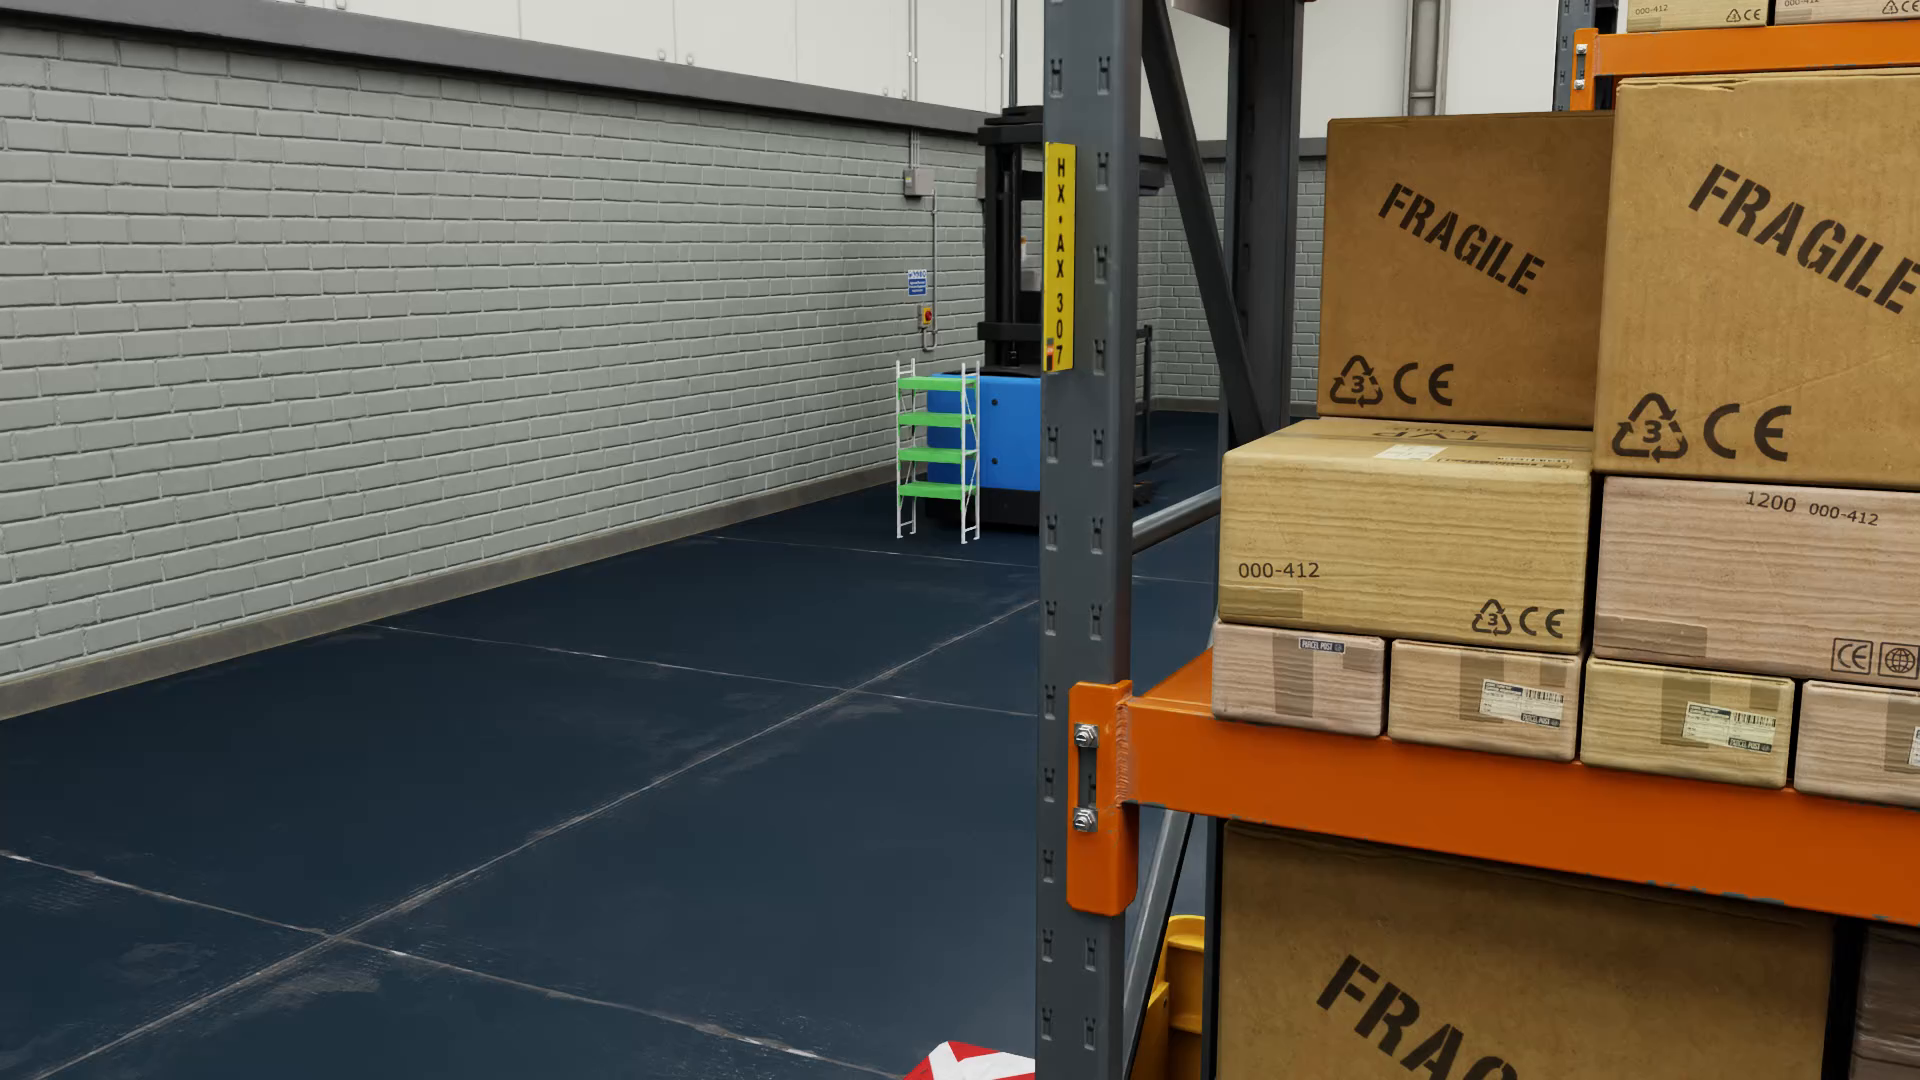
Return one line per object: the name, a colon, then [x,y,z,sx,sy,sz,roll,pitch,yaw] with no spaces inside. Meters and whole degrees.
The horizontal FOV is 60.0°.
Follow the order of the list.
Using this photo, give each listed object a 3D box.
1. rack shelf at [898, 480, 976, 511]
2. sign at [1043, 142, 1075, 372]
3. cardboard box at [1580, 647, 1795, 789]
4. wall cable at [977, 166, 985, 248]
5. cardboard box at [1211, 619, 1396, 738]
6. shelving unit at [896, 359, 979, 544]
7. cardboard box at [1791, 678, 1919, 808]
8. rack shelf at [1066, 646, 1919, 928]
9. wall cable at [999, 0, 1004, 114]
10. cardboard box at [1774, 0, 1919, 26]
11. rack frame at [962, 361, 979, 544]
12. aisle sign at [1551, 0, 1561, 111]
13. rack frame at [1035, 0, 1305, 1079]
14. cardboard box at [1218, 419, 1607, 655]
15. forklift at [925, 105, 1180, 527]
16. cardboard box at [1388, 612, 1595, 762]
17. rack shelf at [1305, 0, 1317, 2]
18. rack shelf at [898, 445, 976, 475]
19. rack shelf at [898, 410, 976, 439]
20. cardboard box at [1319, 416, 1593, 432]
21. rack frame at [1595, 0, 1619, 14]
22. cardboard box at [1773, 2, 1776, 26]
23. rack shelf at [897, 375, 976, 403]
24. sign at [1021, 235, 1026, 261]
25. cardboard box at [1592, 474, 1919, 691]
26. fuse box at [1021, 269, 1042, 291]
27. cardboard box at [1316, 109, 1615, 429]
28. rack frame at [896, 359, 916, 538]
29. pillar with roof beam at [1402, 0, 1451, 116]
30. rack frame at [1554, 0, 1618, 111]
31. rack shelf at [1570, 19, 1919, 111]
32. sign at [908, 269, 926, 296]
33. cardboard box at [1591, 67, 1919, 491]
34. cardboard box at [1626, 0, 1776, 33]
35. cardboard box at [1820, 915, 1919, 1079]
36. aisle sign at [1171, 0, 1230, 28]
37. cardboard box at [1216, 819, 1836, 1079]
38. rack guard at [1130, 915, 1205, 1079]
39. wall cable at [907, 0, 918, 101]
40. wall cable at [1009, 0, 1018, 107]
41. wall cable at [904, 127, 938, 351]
rack shelf: [-0.148,-0.304,11.250,0.480,0.148,0.258,5,11,26]
sign: [0.145,-0.410,2.422,0.005,0.325,0.100,5,11,26]
cardboard box: [1.029,0.211,2.348,0.250,0.149,0.380,5,11,24]
wall cable: [0.331,-2.784,15.339,0.122,1.984,0.588,5,11,26]
cardboard box: [0.568,0.171,2.569,0.250,0.149,0.380,5,11,26]
shelving unit: [-0.148,-0.603,11.195,0.503,1.200,0.258,5,11,26]
cardboard box: [1.263,0.231,2.235,0.250,0.149,0.380,5,11,25]
rack shelf: [2.189,0.478,2.186,4.000,0.370,1.077,5,11,26]
wall cable: [-0.110,-5.091,14.094,0.029,3.000,2.355,5,11,26]
cardboard box: [3.441,-2.102,6.418,0.500,0.250,0.500,5,12,28]
rack frame: [0.070,-0.584,11.089,0.015,1.200,0.240,5,11,26]
aisle sign: [2.483,-2.055,6.861,0.004,0.787,0.394,5,11,26]
rack frame: [0.397,-0.034,2.996,0.053,2.616,0.949,5,11,26]
cardboard box: [0.707,-0.025,2.532,0.500,0.250,0.500,5,11,24]
forklift: [0.868,-1.735,12.584,1.130,2.935,3.031,5,11,26]
cardboard box: [0.799,0.191,2.459,0.250,0.149,0.380,5,11,25]
rack shelf: [2.189,-0.998,1.919,4.000,0.370,1.077,5,11,26]
rack shelf: [-0.148,-0.541,11.207,0.480,0.148,0.258,5,11,26]
rack shelf: [-0.148,-0.777,11.164,0.480,0.148,0.258,5,11,26]
cardboard box: [0.948,-0.110,3.003,0.500,0.250,0.500,5,11,25]
rack frame: [2.681,-3.770,6.791,0.127,3.000,1.000,5,11,26]
cardboard box: [3.206,-2.226,7.107,0.500,0.250,0.500,5,11,25]
rack shelf: [-0.148,-1.013,11.121,0.480,0.148,0.258,5,11,26]
sign: [0.564,-2.795,15.930,0.001,0.242,0.339,5,11,26]
cardboard box: [1.176,0.015,2.312,0.500,0.250,0.500,5,11,25]
fuse box: [0.774,-1.747,16.077,0.414,1.711,0.539,5,11,26]
cardboard box: [0.949,-0.479,2.933,0.500,0.500,0.500,5,11,27]
rack frame: [-0.367,-0.623,11.302,0.015,1.200,0.240,5,11,26]
pillar with roof beam: [3.050,-5.030,13.756,0.400,9.000,9.100,5,11,26]
rack frame: [2.681,-0.818,7.326,0.127,3.000,1.000,5,11,26]
rack shelf: [4.475,-1.782,6.252,4.000,0.370,1.077,5,11,26]
sign: [-0.363,-2.187,14.132,0.001,0.218,0.327,5,11,26]
cardboard box: [1.155,-0.355,2.248,0.500,0.500,0.500,5,11,24]
cardboard box: [2.971,-2.144,6.651,0.500,0.250,0.500,5,12,28]
cardboard box: [1.821,0.915,2.540,0.875,0.875,0.875,5,11,26]
aisle sign: [0.464,-1.366,3.057,0.004,0.787,0.394,5,11,26]
cardboard box: [1.005,0.843,2.937,0.875,0.875,0.875,5,11,26]
rack guard: [0.374,1.195,3.226,0.348,0.500,1.175,5,11,26]
wall cable: [-0.445,-4.972,13.432,0.029,3.000,0.463,5,11,26]
wall cable: [1.157,-5.552,16.533,0.133,3.039,2.988,5,11,26]
wall cable: [-0.286,-2.572,14.079,0.123,1.953,0.585,5,11,26]
